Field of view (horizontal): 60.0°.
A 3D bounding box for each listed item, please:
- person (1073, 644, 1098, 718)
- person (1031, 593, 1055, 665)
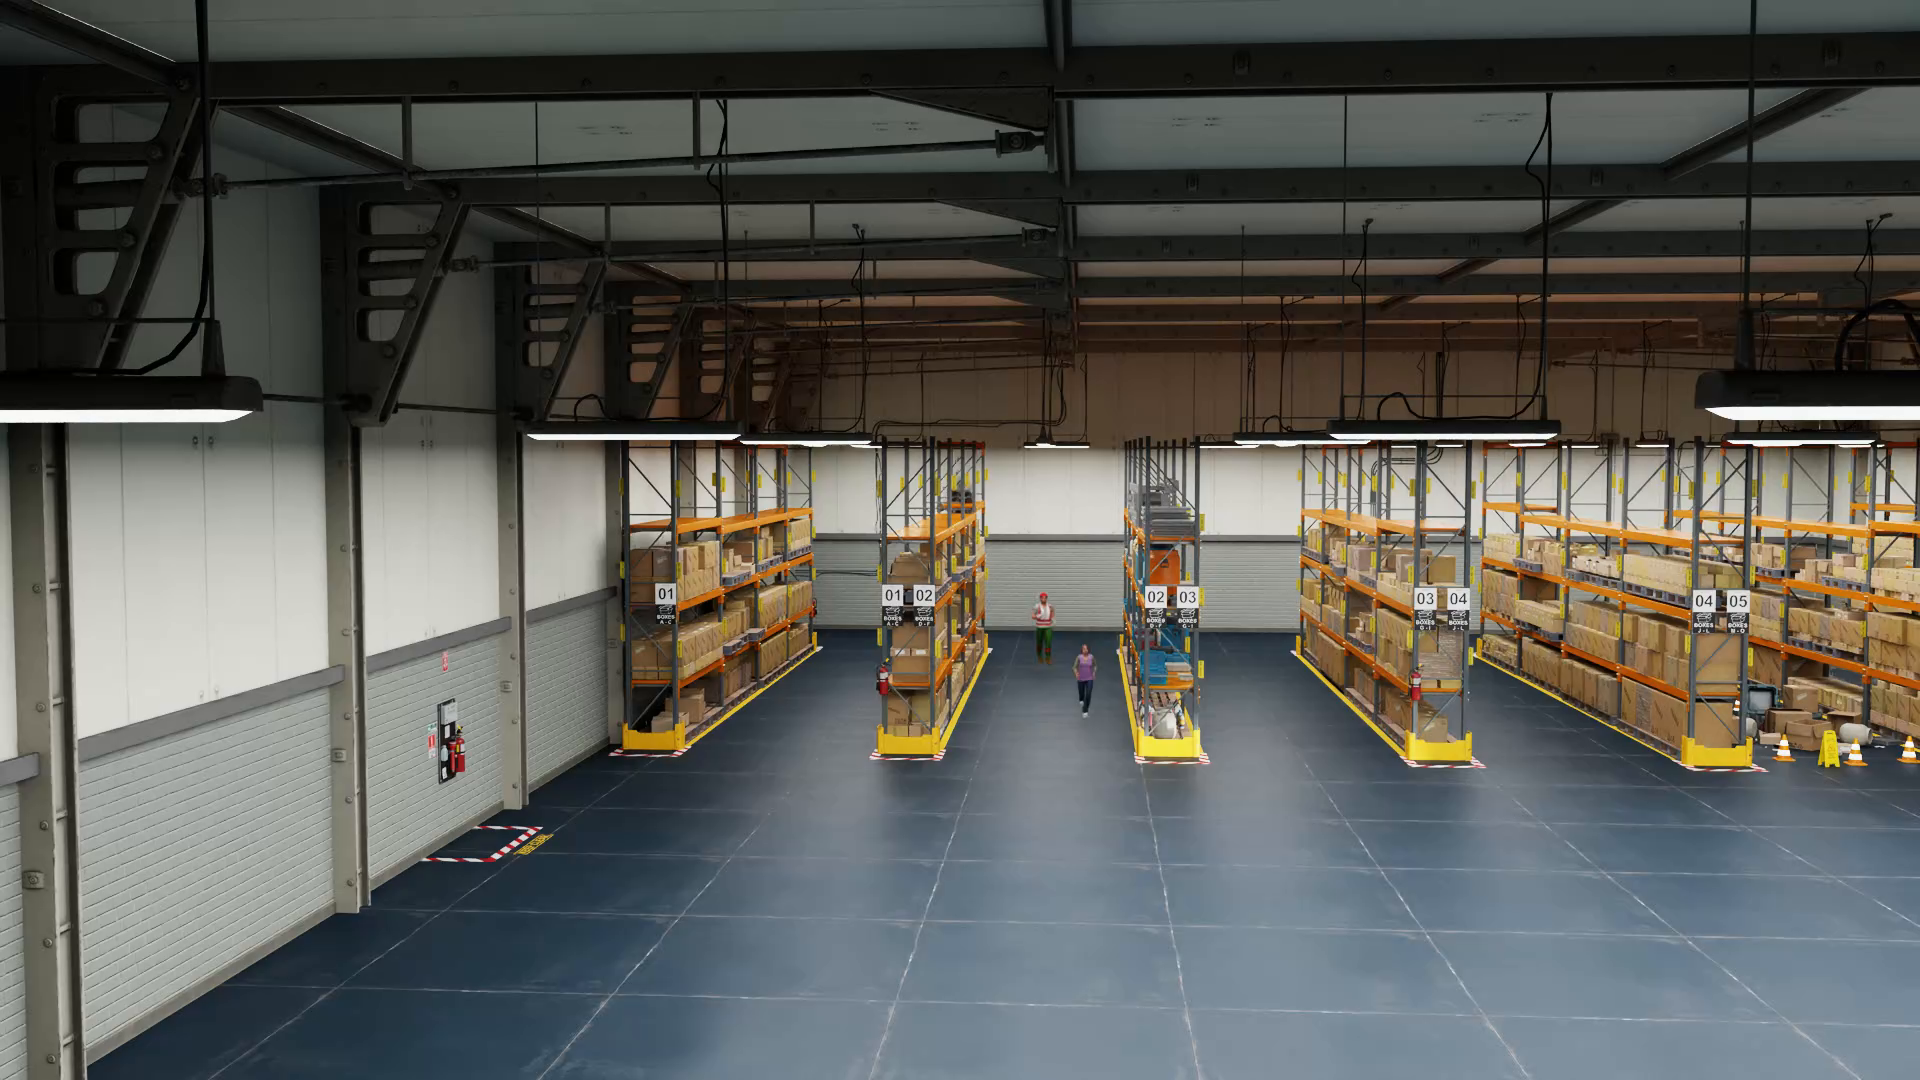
[{"bbox_3d":[2.708,3.027,35.921,0.542,1.573,0.694,0,3,1],"label":"person"},{"bbox_3d":[2.133,2.252,42.434,0.644,1.824,0.859,0,3,-8],"label":"person"}]
